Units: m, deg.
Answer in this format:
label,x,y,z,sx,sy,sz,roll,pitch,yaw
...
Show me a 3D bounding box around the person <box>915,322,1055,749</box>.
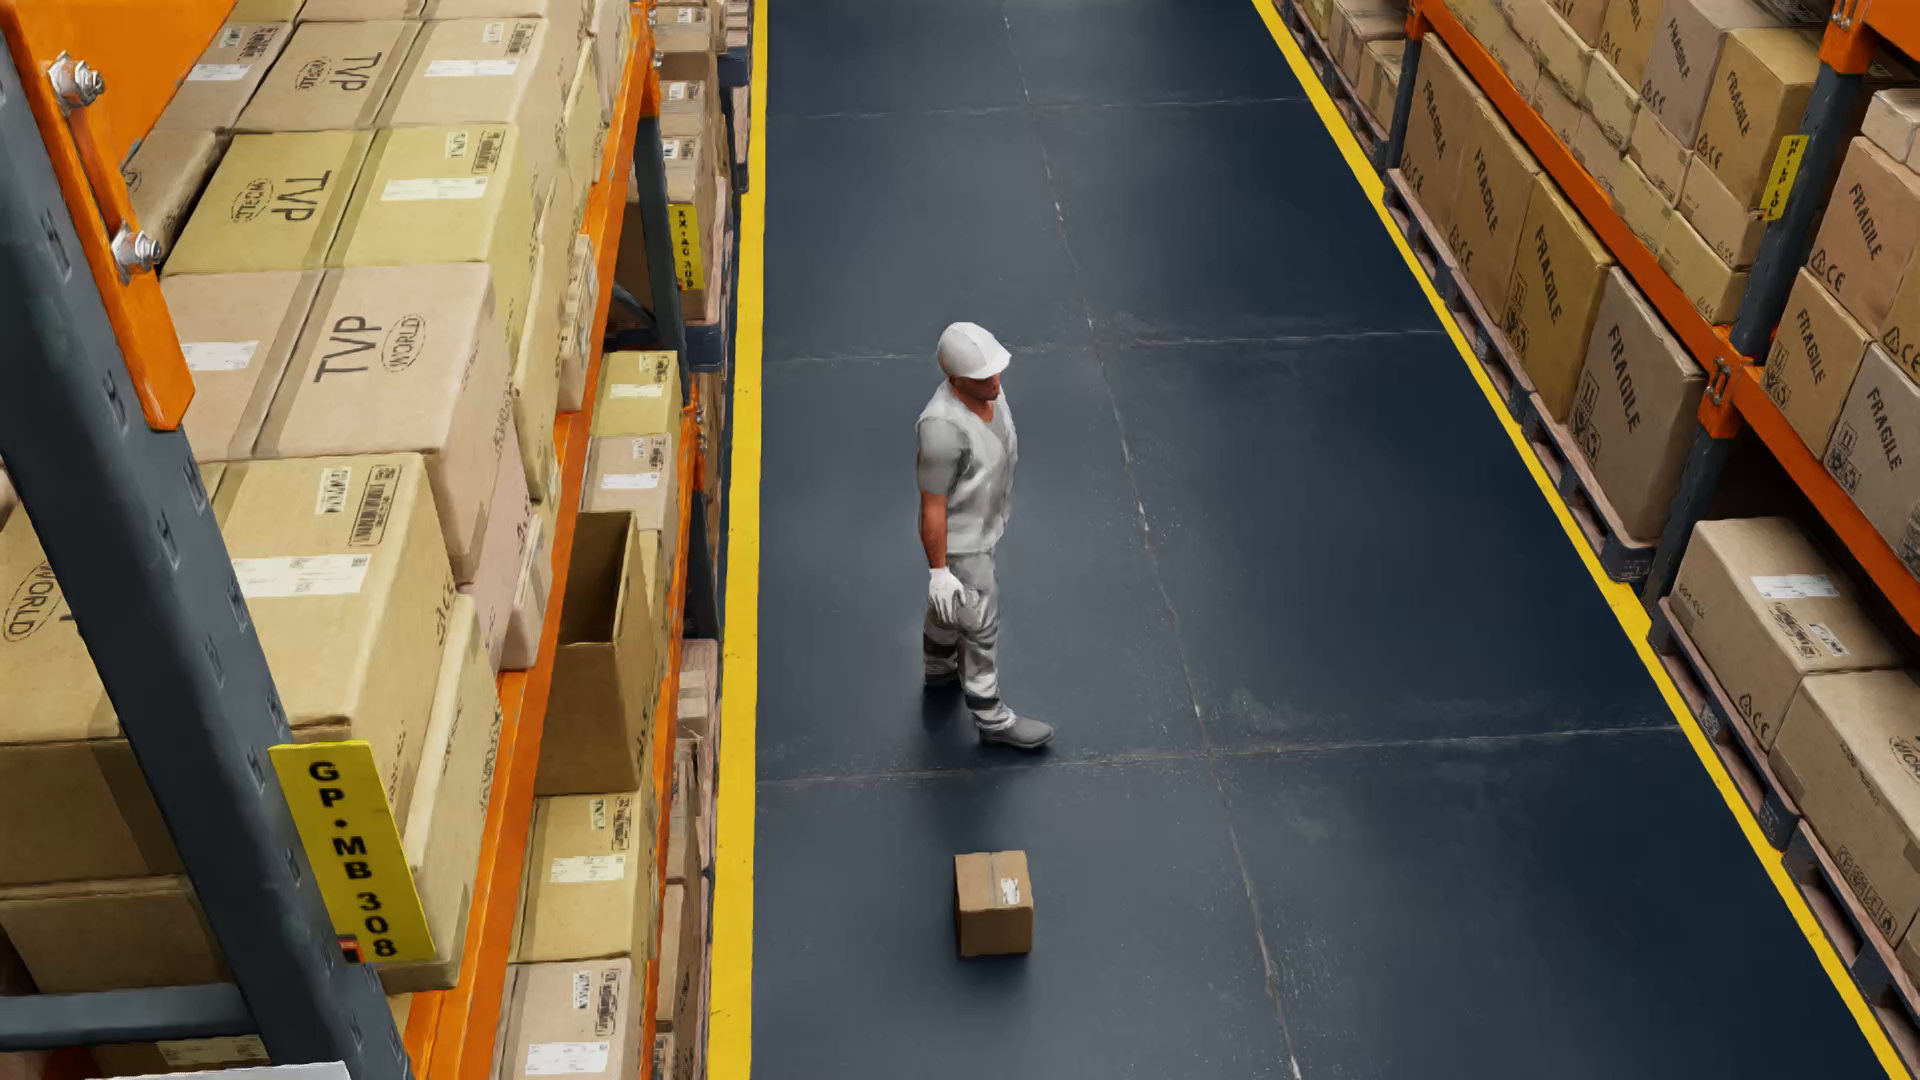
label,x,y,z,sx,sy,sz,roll,pitch,yaw
person,0.103,0.000,6.098,0.610,1.783,0.755,11,40,13
